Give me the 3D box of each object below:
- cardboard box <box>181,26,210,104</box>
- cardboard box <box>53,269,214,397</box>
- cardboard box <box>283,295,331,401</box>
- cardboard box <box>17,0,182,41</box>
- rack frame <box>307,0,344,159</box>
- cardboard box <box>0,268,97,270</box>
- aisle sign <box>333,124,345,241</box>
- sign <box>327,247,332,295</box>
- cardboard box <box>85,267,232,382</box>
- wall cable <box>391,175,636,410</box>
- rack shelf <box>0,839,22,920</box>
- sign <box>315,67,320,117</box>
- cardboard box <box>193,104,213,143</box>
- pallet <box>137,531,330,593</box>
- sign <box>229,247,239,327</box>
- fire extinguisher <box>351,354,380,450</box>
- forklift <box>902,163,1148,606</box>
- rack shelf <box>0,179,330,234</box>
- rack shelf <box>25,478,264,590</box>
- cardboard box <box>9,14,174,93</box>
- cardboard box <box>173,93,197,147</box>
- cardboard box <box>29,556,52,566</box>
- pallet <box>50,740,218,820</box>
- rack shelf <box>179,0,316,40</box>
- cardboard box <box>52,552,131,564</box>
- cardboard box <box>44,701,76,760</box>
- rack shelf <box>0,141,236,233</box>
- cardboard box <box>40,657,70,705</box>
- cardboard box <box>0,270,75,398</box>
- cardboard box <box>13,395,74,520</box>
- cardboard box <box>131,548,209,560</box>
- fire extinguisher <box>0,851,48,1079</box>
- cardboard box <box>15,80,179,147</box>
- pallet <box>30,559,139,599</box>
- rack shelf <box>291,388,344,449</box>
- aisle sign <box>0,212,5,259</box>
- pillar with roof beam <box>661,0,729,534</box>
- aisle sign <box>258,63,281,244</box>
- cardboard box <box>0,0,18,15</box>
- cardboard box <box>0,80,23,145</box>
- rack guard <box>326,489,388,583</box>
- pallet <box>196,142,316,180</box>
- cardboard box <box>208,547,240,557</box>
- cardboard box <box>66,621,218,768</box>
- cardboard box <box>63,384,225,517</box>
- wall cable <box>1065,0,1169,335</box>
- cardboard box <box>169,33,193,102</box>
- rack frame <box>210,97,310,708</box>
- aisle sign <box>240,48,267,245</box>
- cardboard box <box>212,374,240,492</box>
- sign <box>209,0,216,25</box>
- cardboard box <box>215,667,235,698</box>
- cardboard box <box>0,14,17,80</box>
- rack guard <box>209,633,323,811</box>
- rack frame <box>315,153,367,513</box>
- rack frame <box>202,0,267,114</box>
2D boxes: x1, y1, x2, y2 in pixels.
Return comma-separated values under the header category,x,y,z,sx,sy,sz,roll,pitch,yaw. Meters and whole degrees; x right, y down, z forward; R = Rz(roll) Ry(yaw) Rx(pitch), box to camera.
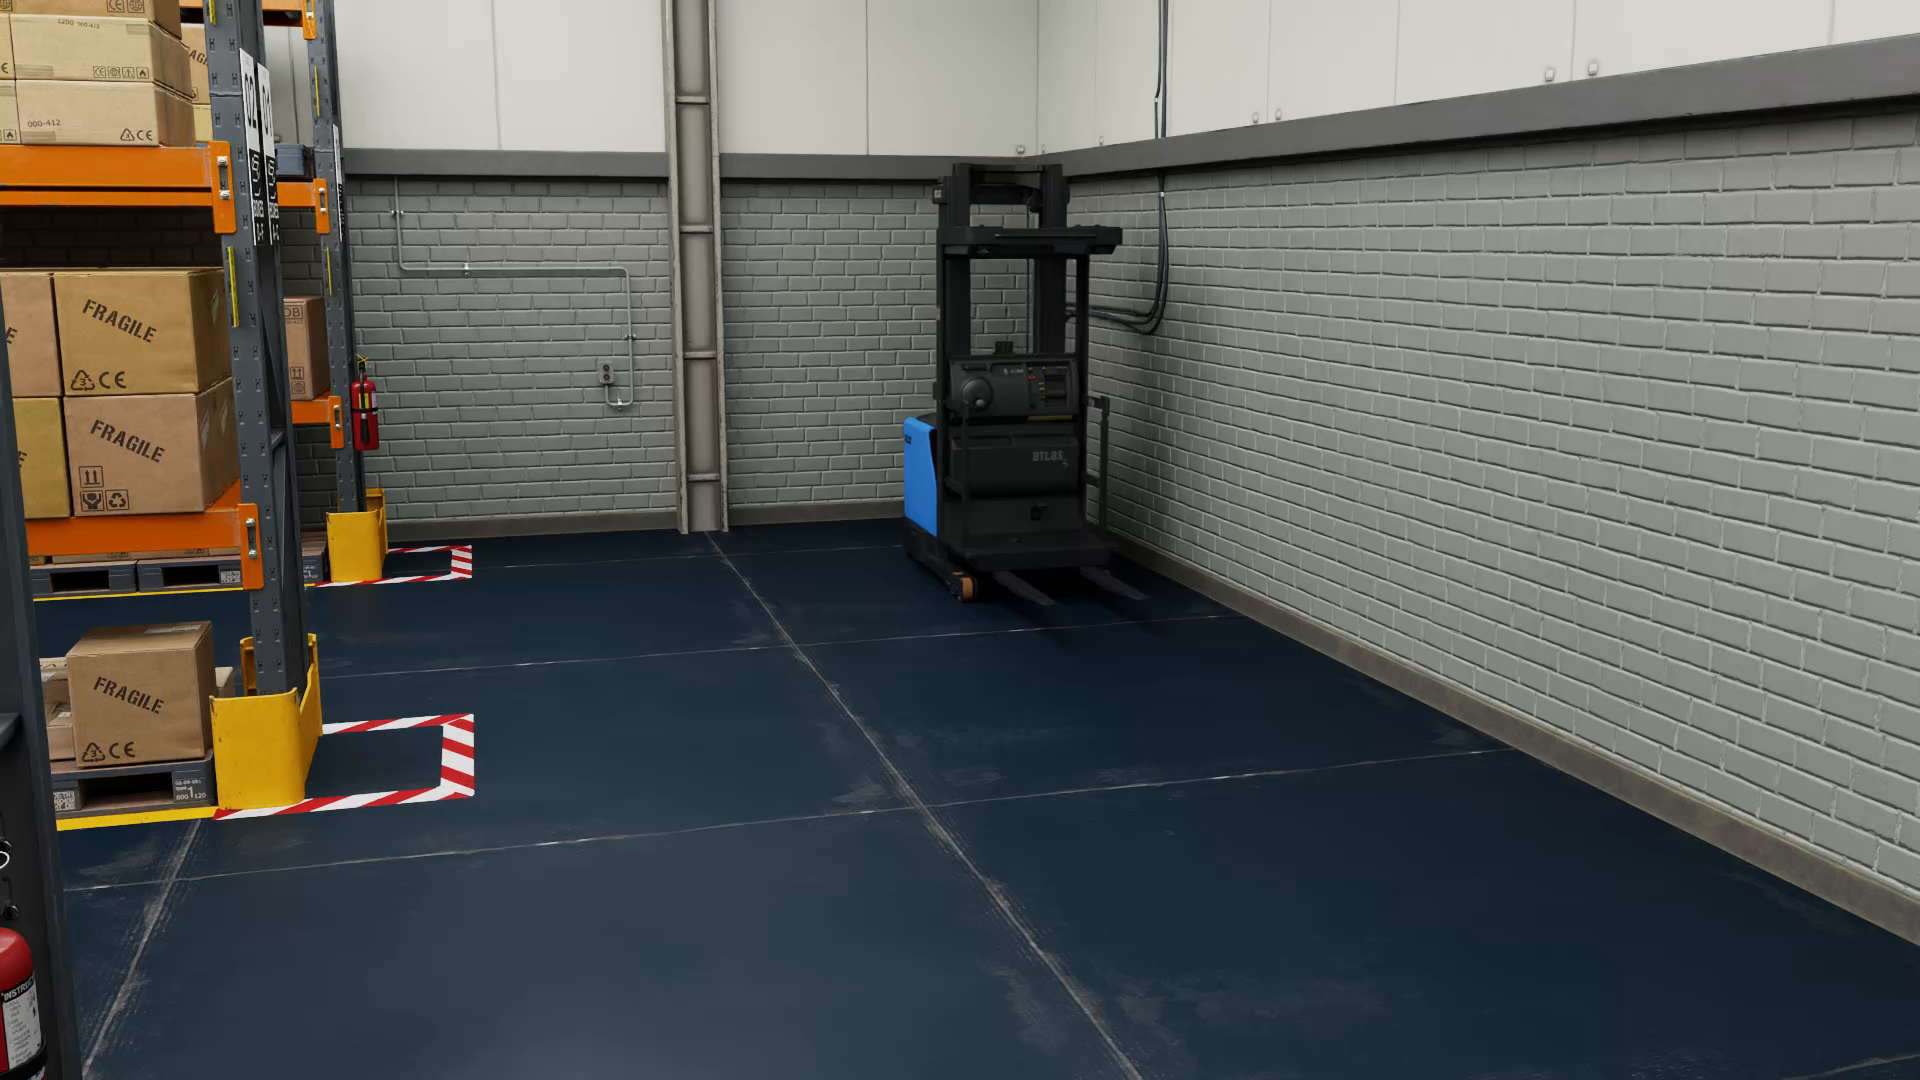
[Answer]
category,x,y,z,sx,sy,sz,roll,pitch,yaw
cardboard box,-5.144,-3.218,11.363,0.500,0.500,0.500,-3,11,-16
cardboard box,-3.480,-0.886,7.037,0.500,0.500,0.500,-3,11,-16
cardboard box,-5.005,-1.396,12.018,0.700,0.700,0.980,-3,11,-13
cardboard box,-3.618,-2.403,6.991,0.500,0.500,0.700,-3,11,-16
rack frame,-4.518,-4.227,11.652,0.127,3.000,1.000,-3,11,-16
cardboard box,-4.129,-0.952,7.395,0.500,0.500,0.500,-3,11,-15
aisle sign,-4.365,-2.506,11.696,0.004,0.787,0.394,-3,11,-16
sign,-4.379,-1.867,11.552,0.005,0.325,0.100,-3,11,-16
cardboard box,-3.629,-0.980,7.546,0.500,0.500,0.500,-3,11,-14
wall cable,-3.553,-2.005,13.348,1.851,1.984,0.084,-3,11,-16
rack shelf,-3.669,0.901,2.355,4.000,0.370,1.077,-3,11,-16
sign,-4.379,-3.053,11.334,0.005,0.325,0.100,-3,11,-16
cardboard box,-5.147,-2.850,11.438,0.500,0.250,0.500,-3,11,-14
pallet,-5.264,0.149,12.154,1.213,0.211,1.003,-3,11,-16
sign,-2.994,-1.043,6.855,0.005,0.325,0.100,-3,11,-16
fire extinguisher,-4.244,-0.982,11.841,0.183,0.674,0.296,-3,11,-16
forklift,0.440,-1.104,11.449,1.130,2.935,3.031,-3,11,-15
rack shelf,-6.438,-2.297,11.439,4.000,0.370,1.077,-3,11,-16
rack shelf,-5.050,0.040,7.034,4.000,0.370,1.077,-3,11,-16
cardboard box,-3.552,-1.992,6.833,0.500,0.250,0.500,-3,11,-16
cardboard box,-3.694,-1.835,7.359,0.500,0.250,0.500,-3,11,-16
cardboard box,-6.635,-0.122,11.666,0.500,0.500,0.700,-3,11,-15
pallet,-3.968,1.000,7.530,1.213,0.211,1.003,-3,11,-16
rack shelf,-6.438,-3.575,11.203,4.000,0.370,1.077,-3,11,-16
cardboard box,-6.125,-0.150,11.820,0.500,0.500,0.700,-3,11,-18
cardboard box,-3.997,0.837,7.327,0.250,0.166,0.380,-3,11,-16
rack shelf,-5.050,-1.436,6.762,4.000,0.370,1.077,-3,11,-16
cardboard box,-4.211,0.724,7.708,0.500,0.250,0.500,-3,11,-16
cardboard box,-3.965,-0.860,6.897,0.500,0.500,0.500,-3,11,-14
cardboard box,-3.981,-0.368,6.983,0.500,0.500,0.500,-3,11,-15
cardboard box,-5.642,-0.175,11.959,0.500,0.500,0.700,-3,11,-16
fire extinguisher,-1.477,0.739,2.493,0.183,0.674,0.296,-3,11,-16
cardboard box,-3.549,-1.745,6.870,0.500,0.250,0.500,-3,11,-16
pallet,-6.433,0.210,11.822,1.213,0.211,1.003,-3,11,-16
rack shelf,-6.438,-0.821,11.710,4.000,0.370,1.077,-3,11,-16
aisle sign,-1.763,-0.888,2.905,0.004,0.787,0.394,-3,11,-16
pillar with roof beam,-0.964,-3.765,9.146,0.400,9.000,9.100,-3,11,-16
aisle sign,-3.146,-1.748,7.579,0.004,0.787,0.394,-3,11,-16
cardboard box,-4.122,-2.392,6.933,0.500,0.500,0.700,-3,11,-16
cardboard box,-4.032,-1.722,6.743,0.500,0.250,0.500,-3,11,-16
rack guard,-4.495,-0.048,12.428,0.348,0.500,1.175,-3,11,-16
pallet,-5.227,-2.669,11.718,1.213,0.211,1.003,-3,11,-16
cardboard box,-5.162,-0.201,12.096,0.500,0.500,0.700,-3,11,-16
cardboard box,-3.583,0.668,7.323,0.500,0.500,0.500,-3,11,-16
cardboard box,-3.484,-0.395,7.129,0.500,0.500,0.500,-3,11,-14
wall cable,1.013,-2.924,13.150,0.112,2.526,3.097,-3,11,-16
cardboard box,-3.696,-2.082,7.320,0.500,0.250,0.500,-3,11,-16
rack frame,-3.130,-0.415,7.518,0.127,3.000,1.000,-3,11,-16
aisle sign,-2.978,-1.644,7.012,0.004,0.787,0.394,-3,11,-16
cardboard box,-3.629,-0.488,7.636,0.500,0.500,0.500,-3,11,-15
sign,-2.994,-2.229,6.637,0.005,0.325,0.100,-3,11,-16
cardboard box,-3.628,0.732,7.946,0.250,0.149,0.380,-3,11,-16
cardboard box,-4.032,-1.967,6.695,0.500,0.250,0.500,-3,11,-16
rack guard,-3.203,0.818,7.724,0.348,0.500,1.175,-3,11,-16
rack frame,-4.518,-1.276,12.195,0.127,3.000,1.000,-3,11,-16
rack frame,-3.130,-3.366,6.975,0.127,3.000,1.000,-3,11,-16
